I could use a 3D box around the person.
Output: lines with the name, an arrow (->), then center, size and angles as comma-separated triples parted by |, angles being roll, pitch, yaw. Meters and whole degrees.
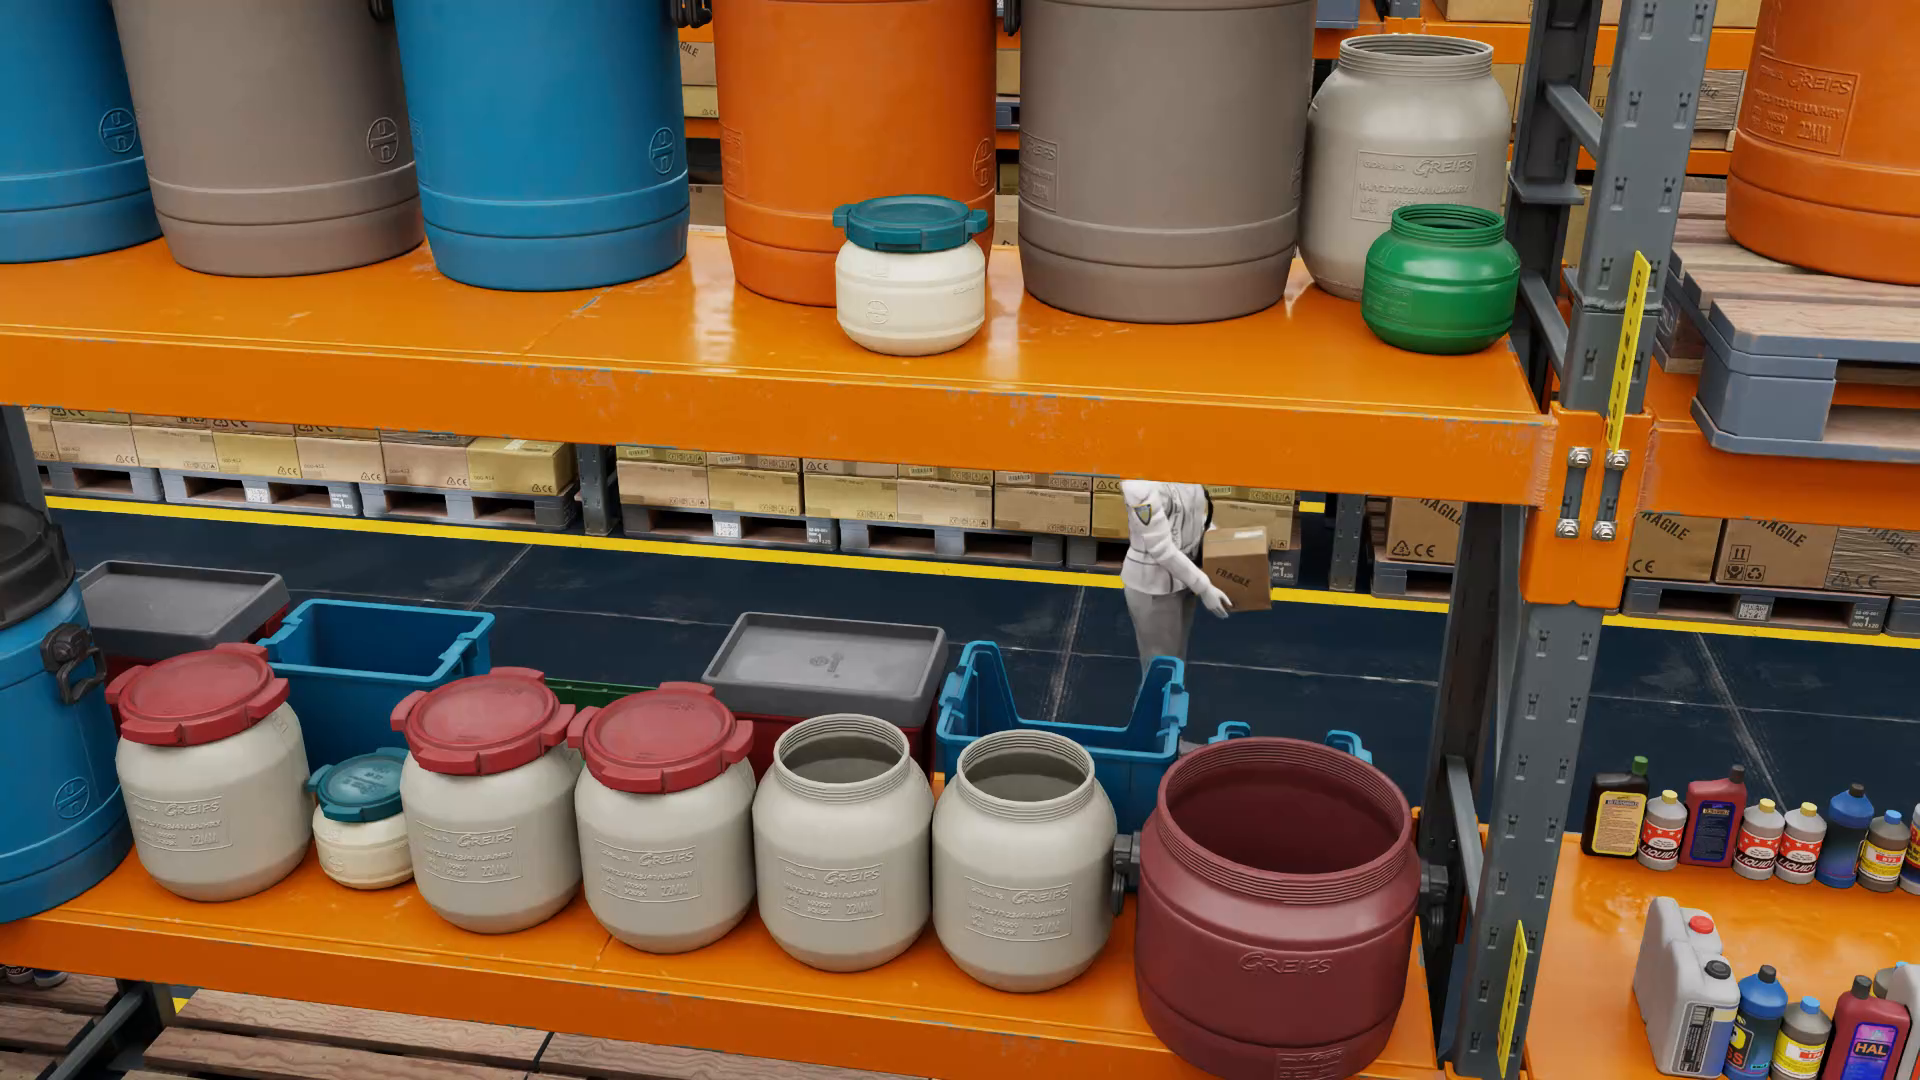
person -> 0.868, 0.184, 6.670 | 0.543, 1.700, 0.471 | 11, 27, 23
